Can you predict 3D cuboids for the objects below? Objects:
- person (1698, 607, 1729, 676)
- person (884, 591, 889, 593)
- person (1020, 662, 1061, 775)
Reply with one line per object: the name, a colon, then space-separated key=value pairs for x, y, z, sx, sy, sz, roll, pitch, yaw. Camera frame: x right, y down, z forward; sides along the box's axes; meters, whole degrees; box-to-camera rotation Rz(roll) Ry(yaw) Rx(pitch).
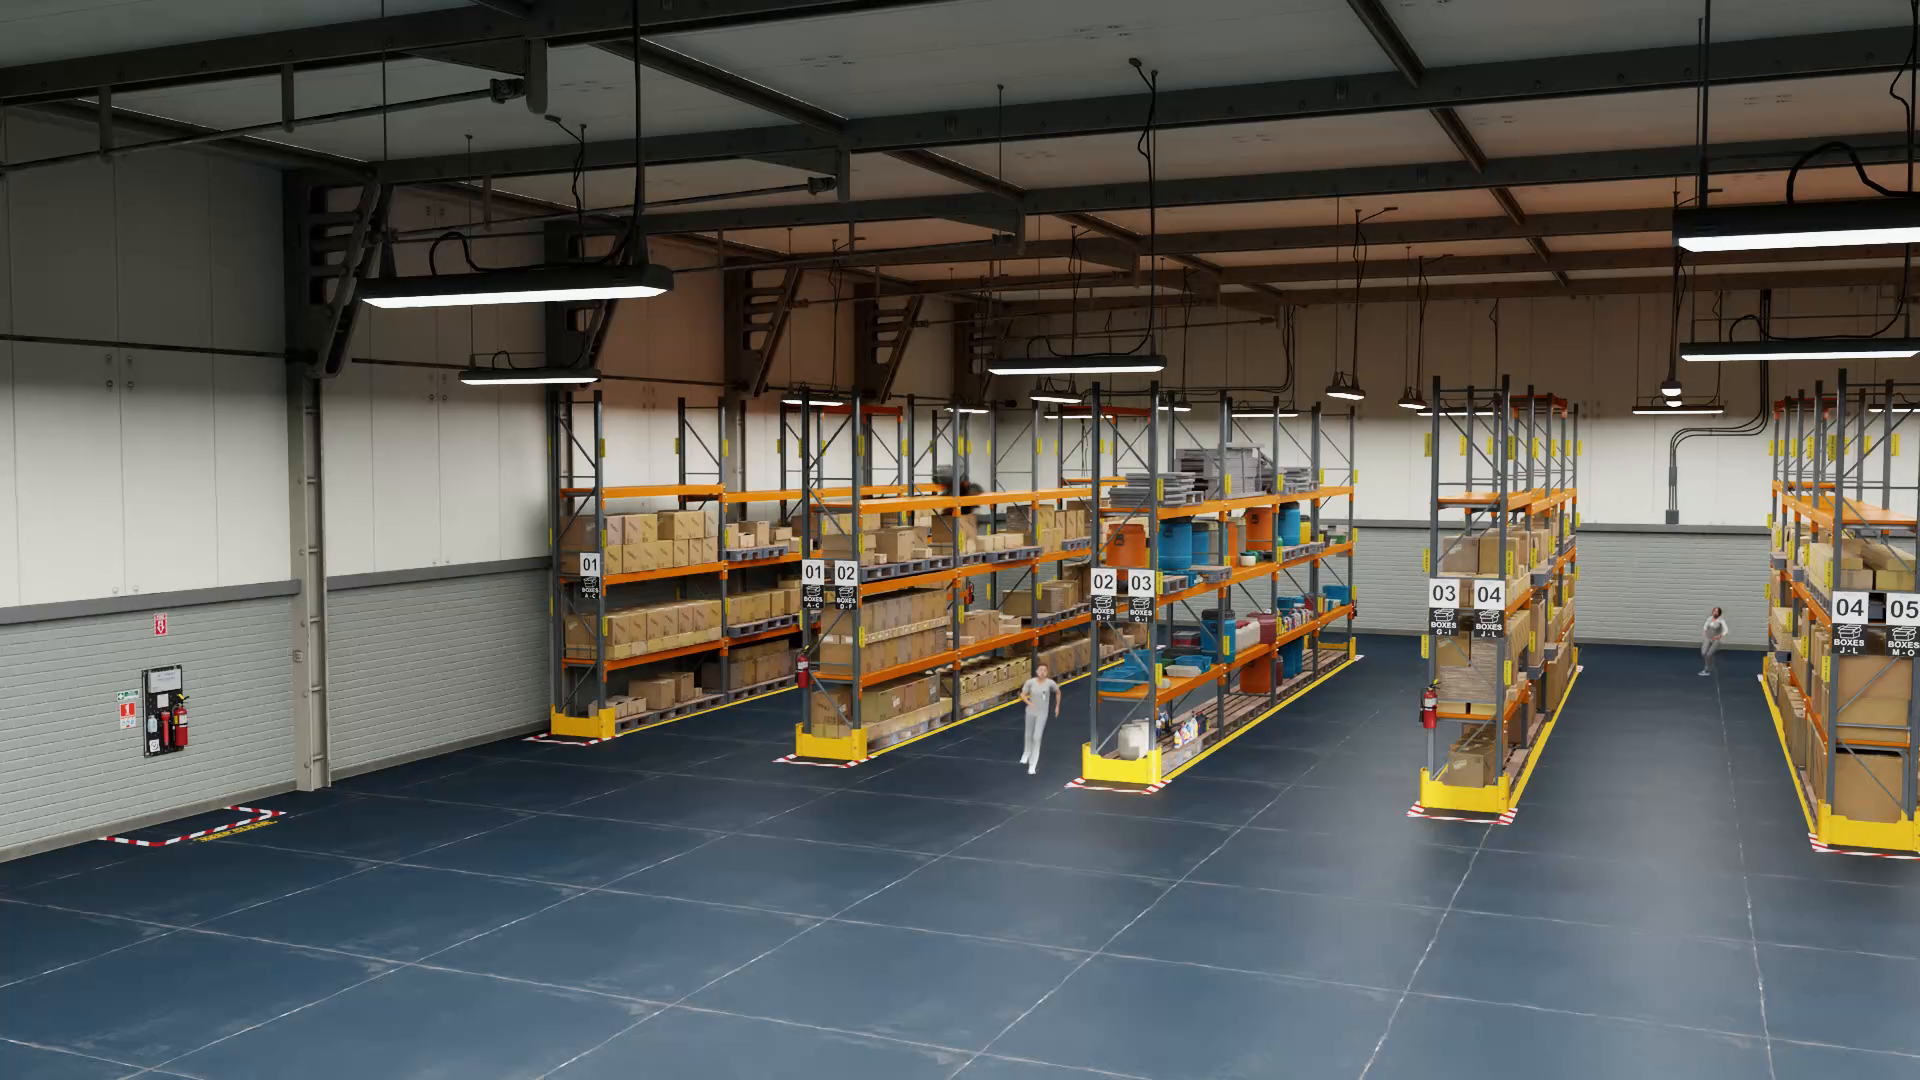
person: x=16.536 y=2.227 z=36.466 sx=0.501 sy=1.528 sz=0.587 roll=-3 pitch=4 yaw=-40
person: x=-1.509 y=1.997 z=34.450 sx=0.685 sy=1.882 sz=0.773 roll=1 pitch=3 yaw=14
person: x=1.232 y=2.737 z=25.868 sx=0.641 sy=1.697 sz=0.869 roll=1 pitch=3 yaw=9
